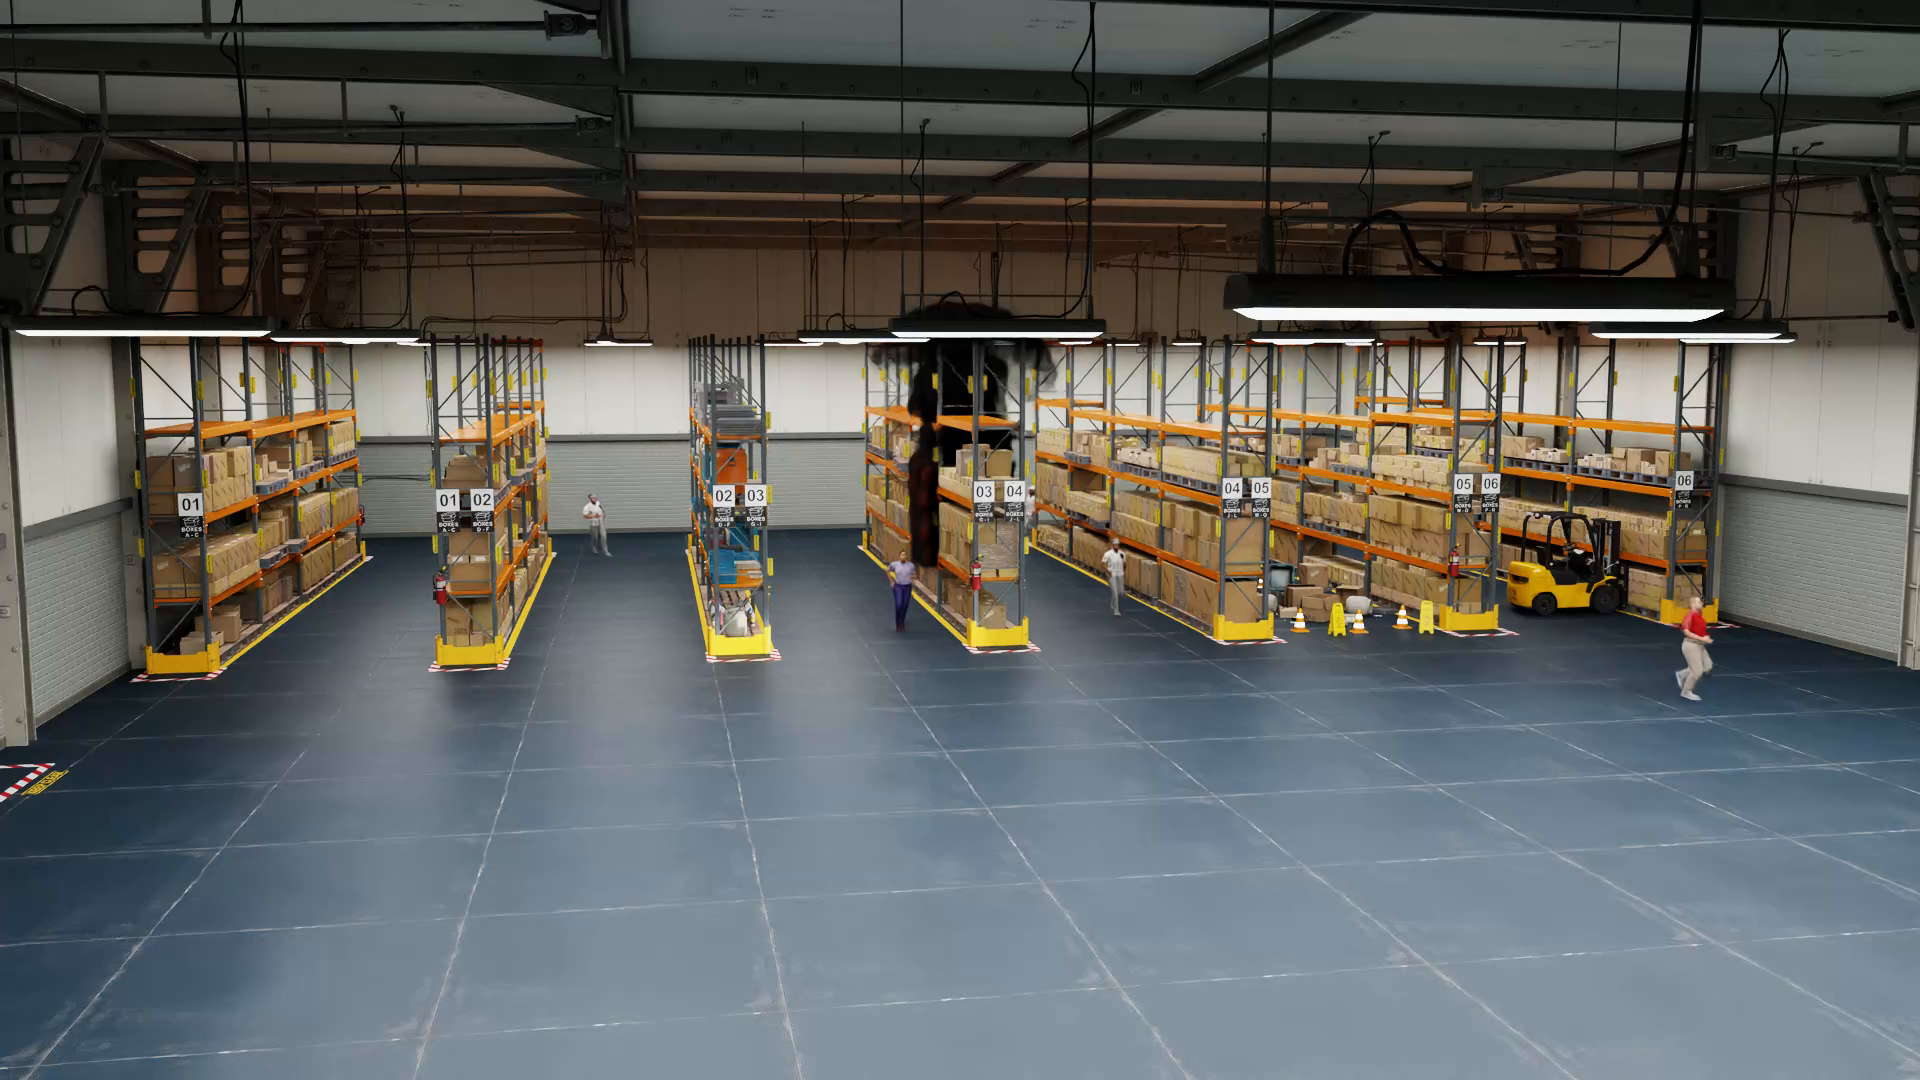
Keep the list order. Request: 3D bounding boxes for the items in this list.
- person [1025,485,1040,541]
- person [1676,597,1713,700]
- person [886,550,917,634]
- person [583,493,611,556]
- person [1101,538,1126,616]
[{"bbox_3d":[2.138,-0.785,49.561,0.554,1.712,0.753,-3,7,-28],"label":"person"},{"bbox_3d":[12.059,1.768,27.290,0.611,1.693,0.705,5,8,39],"label":"person"},{"bbox_3d":[-1.168,1.047,33.858,0.584,1.710,0.752,-2,7,-16],"label":"person"},{"bbox_3d":[-10.186,-0.426,46.237,0.679,1.800,0.899,-6,9,-42],"label":"person"},{"bbox_3d":[3.332,0.776,36.010,0.587,1.672,0.601,-2,7,-17],"label":"person"}]
